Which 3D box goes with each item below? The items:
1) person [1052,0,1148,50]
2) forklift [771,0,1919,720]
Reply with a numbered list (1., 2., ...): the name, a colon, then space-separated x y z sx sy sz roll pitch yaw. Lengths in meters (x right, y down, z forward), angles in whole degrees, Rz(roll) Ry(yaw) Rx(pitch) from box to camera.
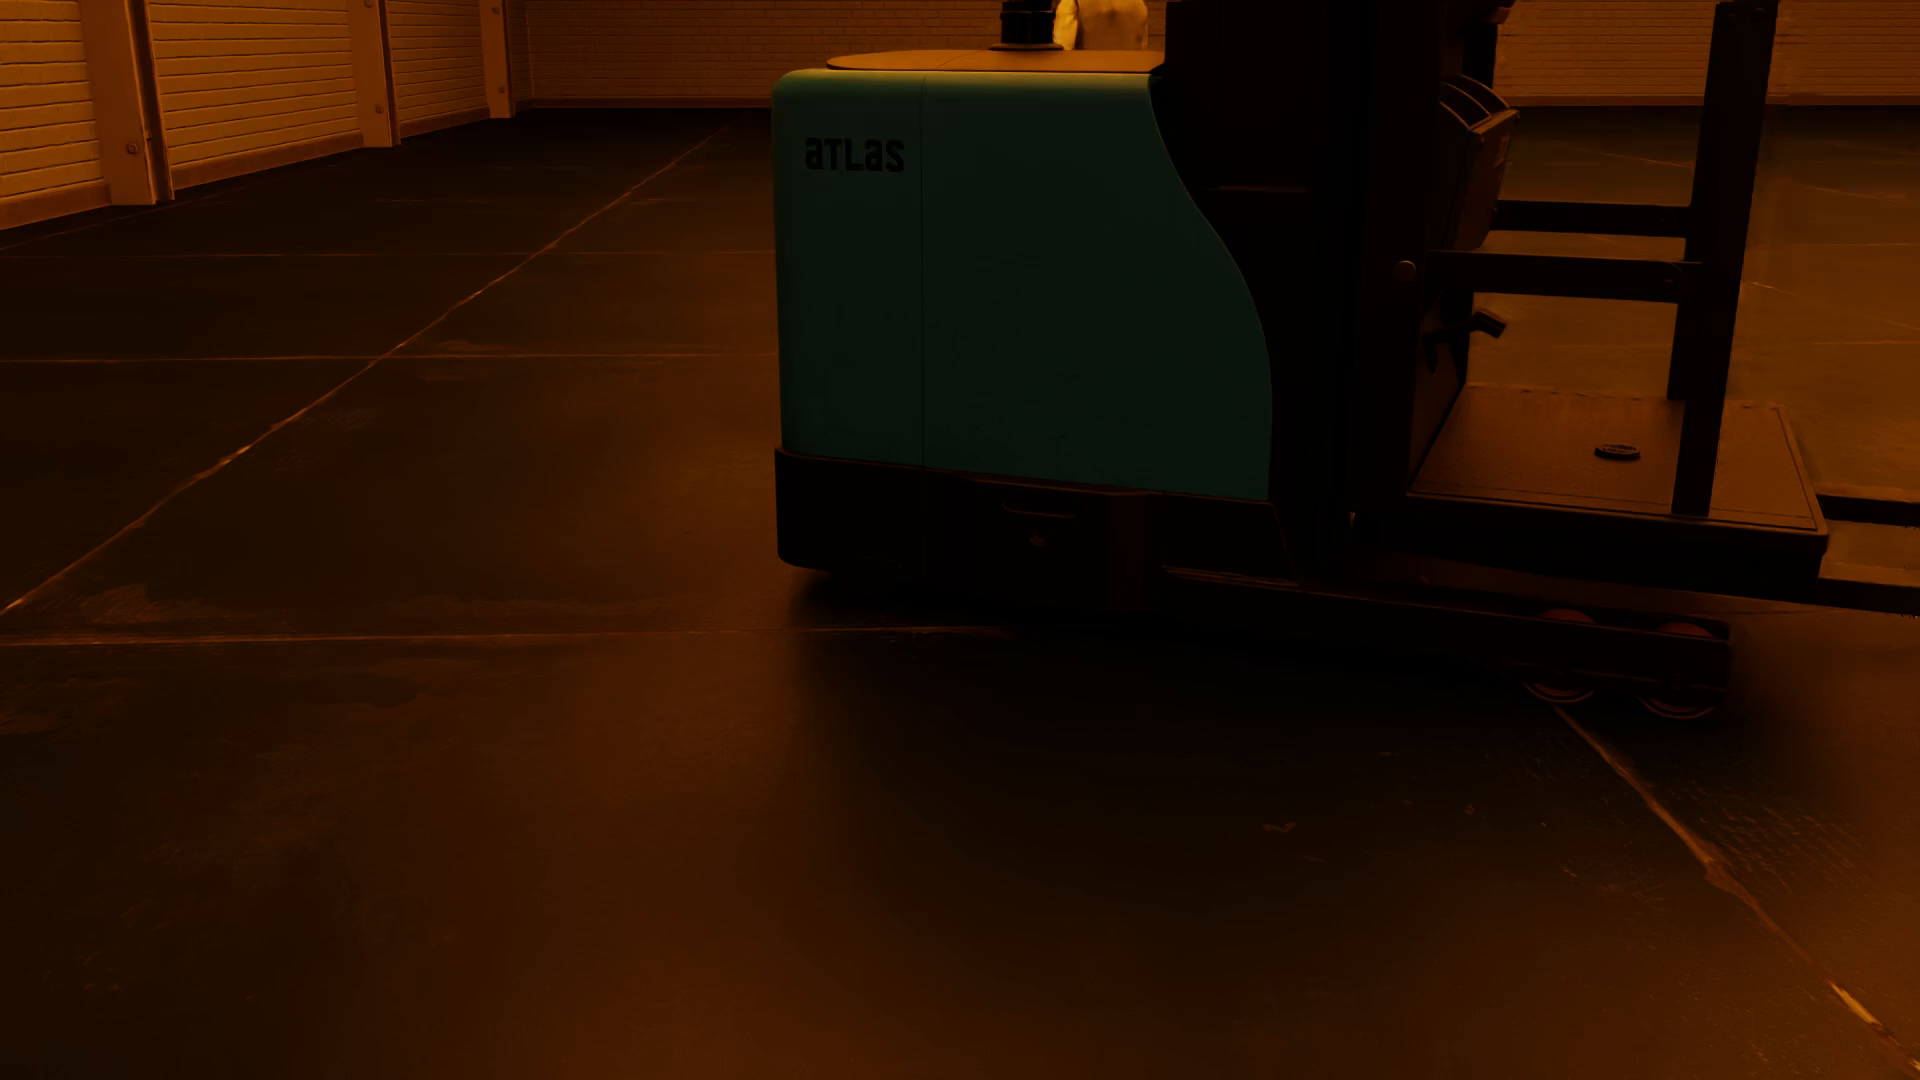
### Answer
1. person: 0.442 -1.383 5.889 0.465 1.520 0.720 -2 17 -8
2. forklift: 1.179 -1.265 3.042 3.031 2.935 1.130 7 18 21
